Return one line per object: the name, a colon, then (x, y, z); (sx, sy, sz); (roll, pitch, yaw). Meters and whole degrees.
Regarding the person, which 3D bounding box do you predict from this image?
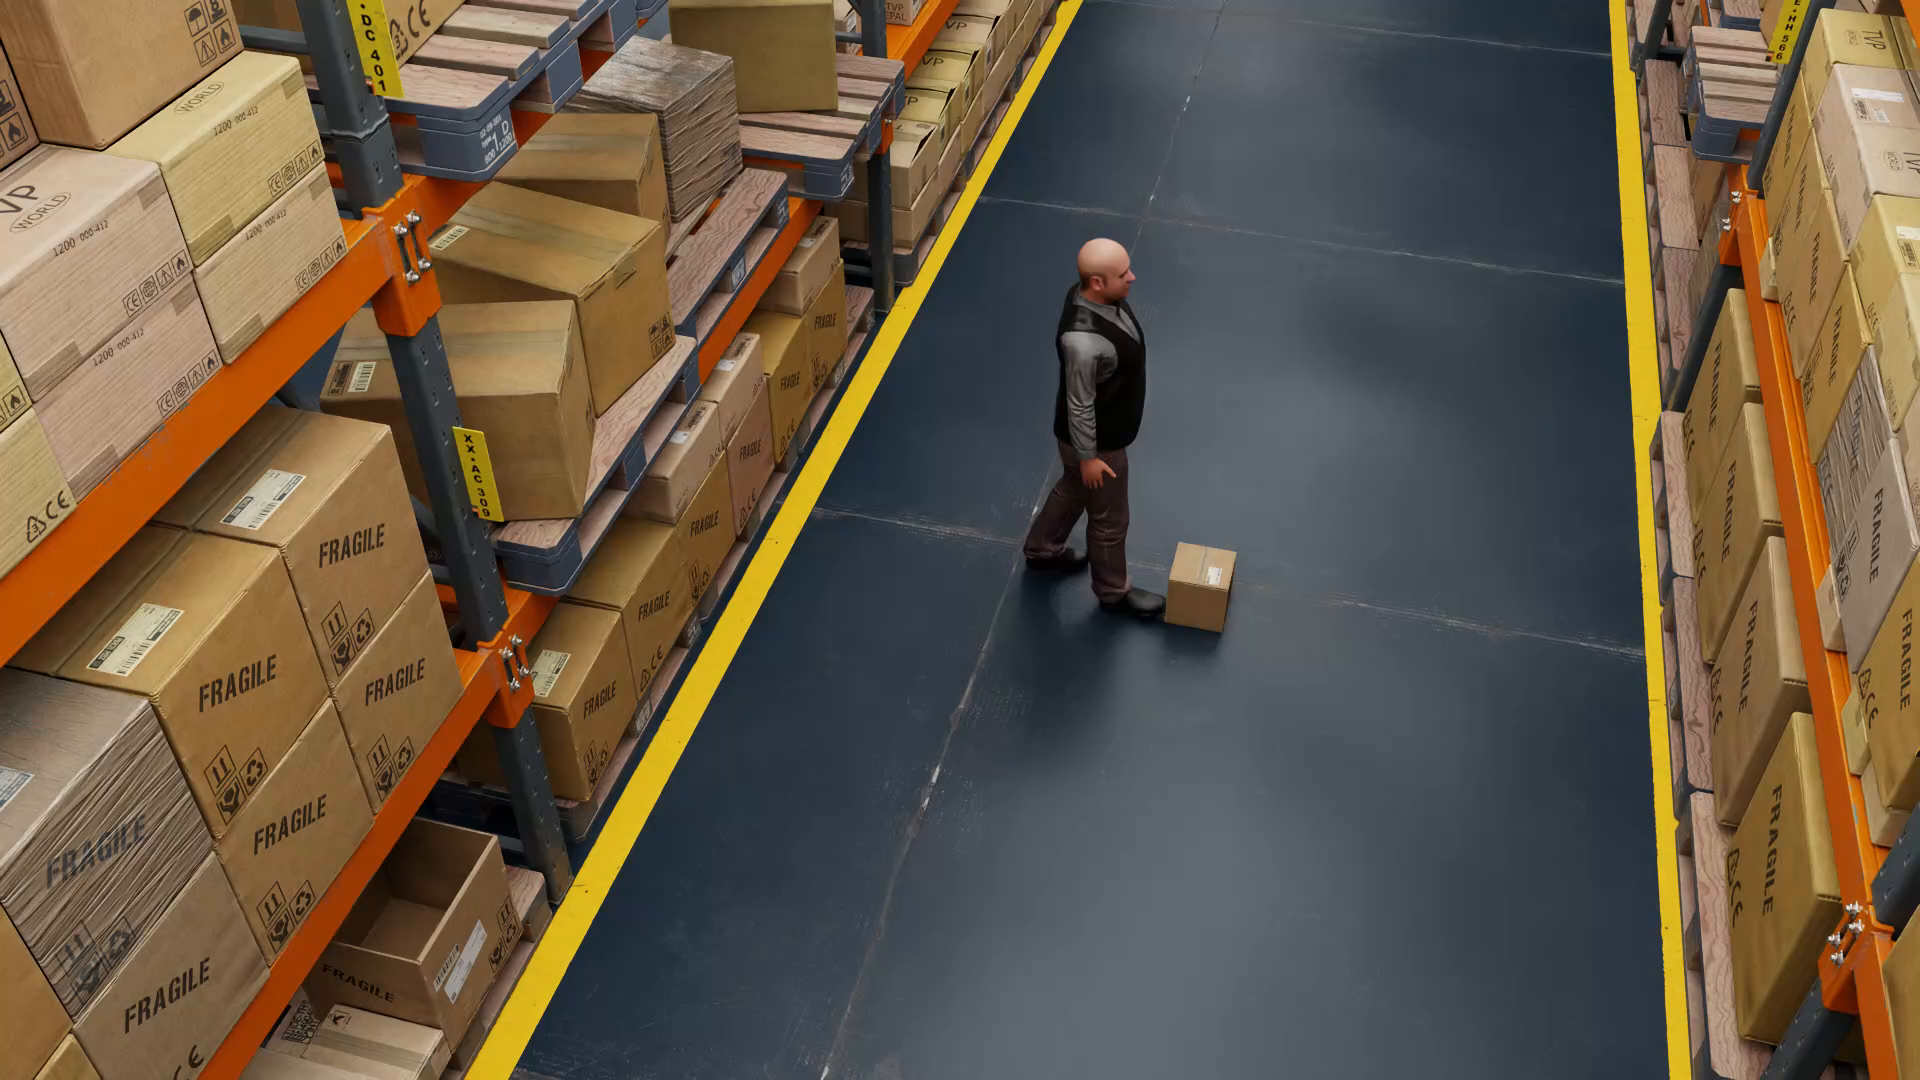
person: (0.584, -0.439, 6.676); (0.652, 1.723, 0.555); (7, 41, 8)
